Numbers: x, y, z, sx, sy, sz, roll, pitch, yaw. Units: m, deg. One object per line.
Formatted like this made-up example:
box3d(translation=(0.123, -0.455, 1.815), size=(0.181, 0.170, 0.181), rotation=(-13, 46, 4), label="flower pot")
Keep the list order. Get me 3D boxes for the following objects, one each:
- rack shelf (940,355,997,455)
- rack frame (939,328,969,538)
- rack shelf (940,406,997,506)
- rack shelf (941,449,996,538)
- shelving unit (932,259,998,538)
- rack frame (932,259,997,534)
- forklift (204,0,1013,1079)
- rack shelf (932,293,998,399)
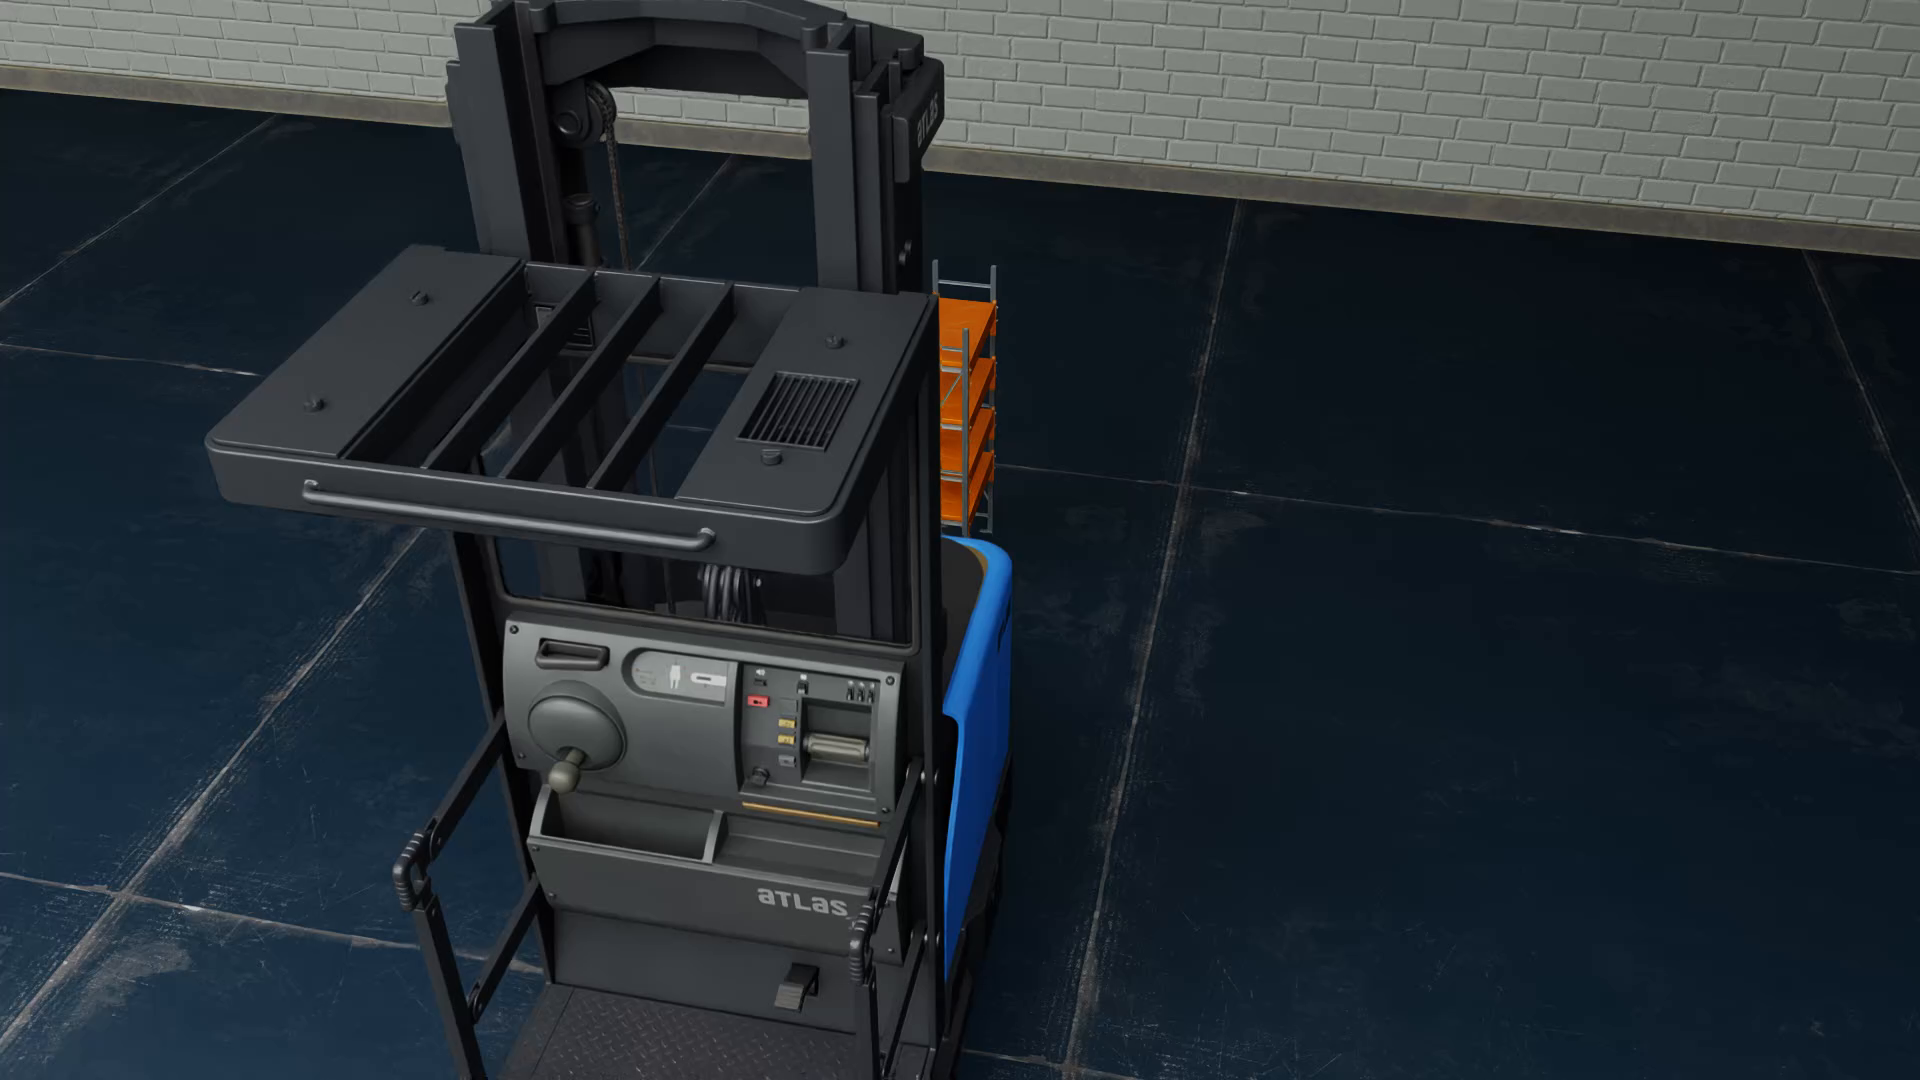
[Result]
box3d(translation=(-0.035, -0.518, 6.175), size=(0.258, 0.148, 0.480), rotation=(7, 37, 10), label="rack shelf")
box3d(translation=(-0.087, -0.251, 6.074), size=(0.240, 1.200, 0.015), rotation=(7, 37, 10), label="rack frame")
box3d(translation=(-0.035, -0.336, 6.306), size=(0.258, 0.148, 0.480), rotation=(7, 37, 10), label="rack shelf")
box3d(translation=(-0.035, -0.176, 6.423), size=(0.258, 0.148, 0.480), rotation=(7, 37, 10), label="rack shelf")
box3d(translation=(-0.035, -0.391, 6.267), size=(0.258, 1.200, 0.503), rotation=(7, 37, 10), label="shelving unit")
box3d(translation=(0.017, -0.531, 6.460), size=(0.240, 1.200, 0.015), rotation=(7, 37, 10), label="rack frame")
box3d(translation=(-0.631, 0.478, 3.593), size=(1.130, 2.935, 3.031), rotation=(7, 37, 9), label="forklift")
box3d(translation=(-0.035, -0.709, 6.036), size=(0.258, 0.148, 0.480), rotation=(7, 37, 10), label="rack shelf")
